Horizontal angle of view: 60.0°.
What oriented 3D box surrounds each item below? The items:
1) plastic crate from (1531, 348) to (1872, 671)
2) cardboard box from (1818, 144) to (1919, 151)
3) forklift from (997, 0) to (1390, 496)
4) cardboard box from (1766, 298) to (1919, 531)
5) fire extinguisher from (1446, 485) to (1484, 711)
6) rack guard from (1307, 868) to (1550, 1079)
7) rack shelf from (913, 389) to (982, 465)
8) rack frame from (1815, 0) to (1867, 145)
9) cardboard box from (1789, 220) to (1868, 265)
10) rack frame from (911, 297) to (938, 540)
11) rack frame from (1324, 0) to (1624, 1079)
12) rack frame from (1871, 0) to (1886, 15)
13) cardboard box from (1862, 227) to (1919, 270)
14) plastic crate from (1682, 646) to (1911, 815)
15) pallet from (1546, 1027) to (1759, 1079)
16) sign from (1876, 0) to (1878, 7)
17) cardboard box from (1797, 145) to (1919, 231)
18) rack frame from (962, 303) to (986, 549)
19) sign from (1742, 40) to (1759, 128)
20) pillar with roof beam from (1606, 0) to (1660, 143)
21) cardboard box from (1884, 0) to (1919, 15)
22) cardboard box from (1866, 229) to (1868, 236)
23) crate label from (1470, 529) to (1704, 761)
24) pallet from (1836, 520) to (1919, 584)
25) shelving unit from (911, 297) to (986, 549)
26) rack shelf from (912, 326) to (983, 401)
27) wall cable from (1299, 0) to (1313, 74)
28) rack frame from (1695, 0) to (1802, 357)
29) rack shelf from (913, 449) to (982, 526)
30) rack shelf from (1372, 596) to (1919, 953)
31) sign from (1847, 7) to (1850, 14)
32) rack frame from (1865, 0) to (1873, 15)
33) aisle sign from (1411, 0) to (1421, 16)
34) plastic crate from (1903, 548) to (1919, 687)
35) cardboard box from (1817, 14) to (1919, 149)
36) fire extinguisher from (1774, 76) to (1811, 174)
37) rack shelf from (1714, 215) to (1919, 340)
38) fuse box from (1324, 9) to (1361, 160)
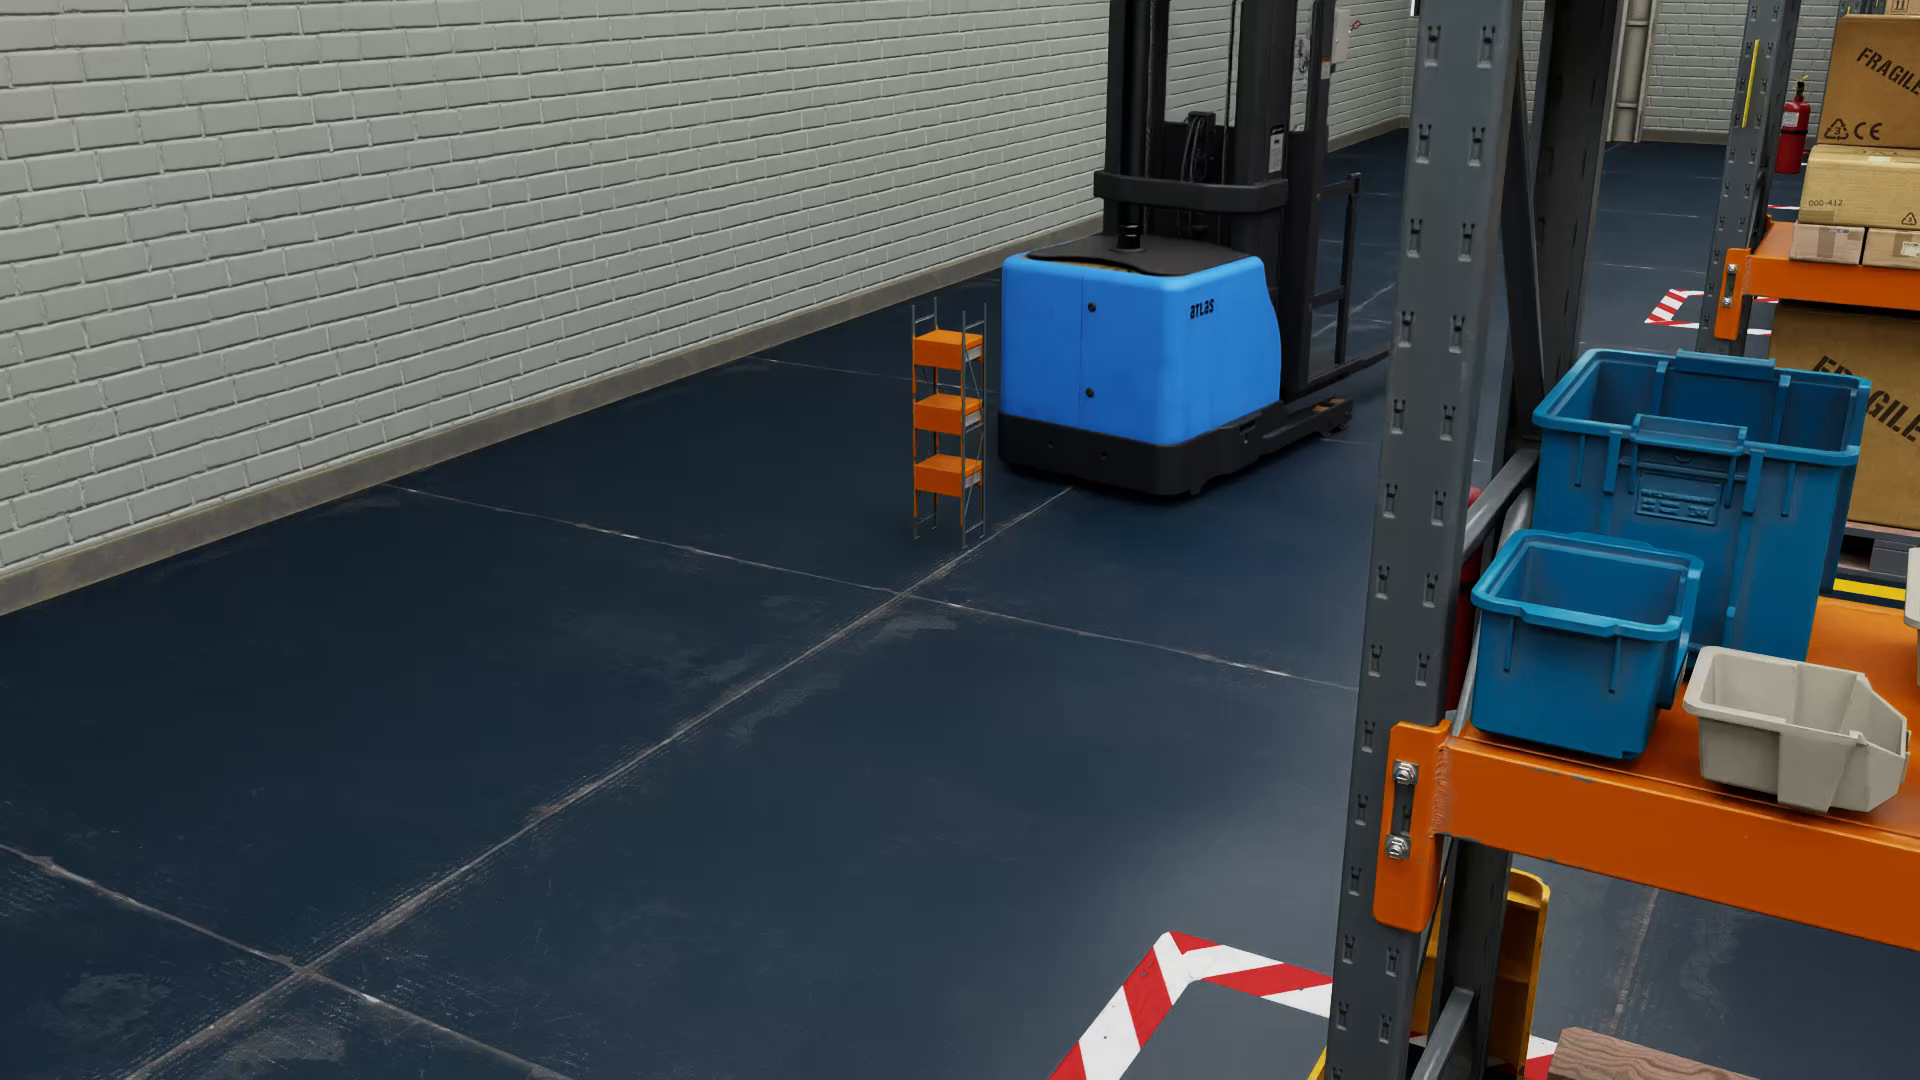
[{"bbox_3d":[1.326,-0.068,3.015,0.499,0.435,0.616,11,23,27],"label":"plastic crate"},{"bbox_3d":[3.910,-1.566,7.067,0.500,0.250,0.500,10,22,26],"label":"cardboard box"},{"bbox_3d":[1.484,-2.020,8.635,1.130,2.935,3.031,15,25,35],"label":"forklift"},{"bbox_3d":[3.956,-0.614,7.159,0.875,0.875,0.875,11,23,27],"label":"cardboard box"},{"bbox_3d":[1.032,0.028,3.550,0.183,0.674,0.296,11,23,27],"label":"fire extinguisher"},{"bbox_3d":[0.915,1.151,3.458,0.348,0.500,1.175,11,23,27],"label":"rack guard"},{"bbox_3d":[-0.047,-0.492,7.214,0.240,0.259,0.215,11,23,27],"label":"rack shelf"},{"bbox_3d":[5.865,-2.958,11.120,0.127,3.000,1.000,11,23,27],"label":"rack frame"},{"bbox_3d":[3.507,-1.223,6.705,0.250,0.149,0.380,11,23,28],"label":"cardboard box"},{"bbox_3d":[-0.153,-0.523,7.267,0.008,1.050,0.200,11,23,27],"label":"rack frame"},{"bbox_3d":[0.942,-0.024,3.031,0.127,3.000,1.000,11,23,27],"label":"rack frame"},{"bbox_3d":[10.608,-5.927,19.305,0.127,3.000,1.000,11,23,27],"label":"rack frame"},{"bbox_3d":[3.732,-1.180,6.589,0.250,0.149,0.380,10,22,27],"label":"cardboard box"},{"bbox_3d":[1.237,0.289,2.468,0.298,0.136,0.250,11,23,27],"label":"plastic crate"},{"bbox_3d":[1.643,1.436,3.097,1.213,0.211,1.003,11,23,27],"label":"pallet"},{"bbox_3d":[10.344,-6.172,18.712,0.005,0.325,0.100,11,23,27],"label":"sign"},{"bbox_3d":[3.645,-1.407,6.629,0.500,0.250,0.500,10,22,26],"label":"cardboard box"},{"bbox_3d":[0.060,-0.482,7.155,0.008,1.050,0.200,11,23,27],"label":"rack frame"},{"bbox_3d":[3.082,-1.778,6.482,0.005,0.325,0.100,11,23,27],"label":"sign"},{"bbox_3d":[6.594,-8.182,16.724,0.400,9.000,9.100,11,23,27],"label":"pillar with roof beam"},{"bbox_3d":[6.127,-3.461,10.459,0.500,0.500,0.500,11,22,27],"label":"cardboard box"},{"bbox_3d":[3.829,-1.419,7.246,0.250,0.149,0.380,11,23,28],"label":"cardboard box"},{"bbox_3d":[0.997,0.166,2.666,0.303,0.233,0.416,11,23,27],"label":"crate label"},{"bbox_3d":[4.094,-0.078,7.269,1.213,0.211,1.003,11,23,27],"label":"pallet"},{"bbox_3d":[-0.047,-0.502,7.211,0.252,1.050,0.215,11,23,27],"label":"shelving unit"},{"bbox_3d":[-0.047,-0.759,7.117,0.240,0.259,0.215,11,23,27],"label":"rack shelf"},{"bbox_3d":[3.938,-6.281,18.791,0.122,1.984,0.588,11,23,27],"label":"wall cable"},{"bbox_3d":[3.358,-1.498,7.096,0.127,3.000,1.000,11,23,27],"label":"rack frame"},{"bbox_3d":[-0.047,-0.231,7.309,0.240,0.259,0.215,11,23,27],"label":"rack shelf"},{"bbox_3d":[2.688,0.647,2.237,4.000,0.370,1.077,11,23,27],"label":"rack shelf"},{"bbox_3d":[5.600,-3.203,10.527,0.005,0.325,0.100,11,23,27],"label":"sign"},{"bbox_3d":[8.191,-4.448,15.229,0.127,3.000,1.000,11,23,27],"label":"rack frame"},{"bbox_3d":[0.735,-1.169,2.377,0.004,0.787,0.394,11,23,27],"label":"aisle sign"},{"bbox_3d":[1.743,0.154,2.841,0.243,0.136,0.396,11,23,27],"label":"plastic crate"},{"bbox_3d":[3.911,-1.917,6.935,0.500,0.500,0.500,11,23,28],"label":"cardboard box"},{"bbox_3d":[5.870,-2.925,11.691,0.183,0.674,0.296,11,23,27],"label":"fire extinguisher"},{"bbox_3d":[5.104,-0.827,6.302,4.000,0.370,1.077,11,23,27],"label":"rack shelf"},{"bbox_3d":[4.409,-5.374,19.672,0.414,1.711,0.539,11,23,27],"label":"fuse box"}]
